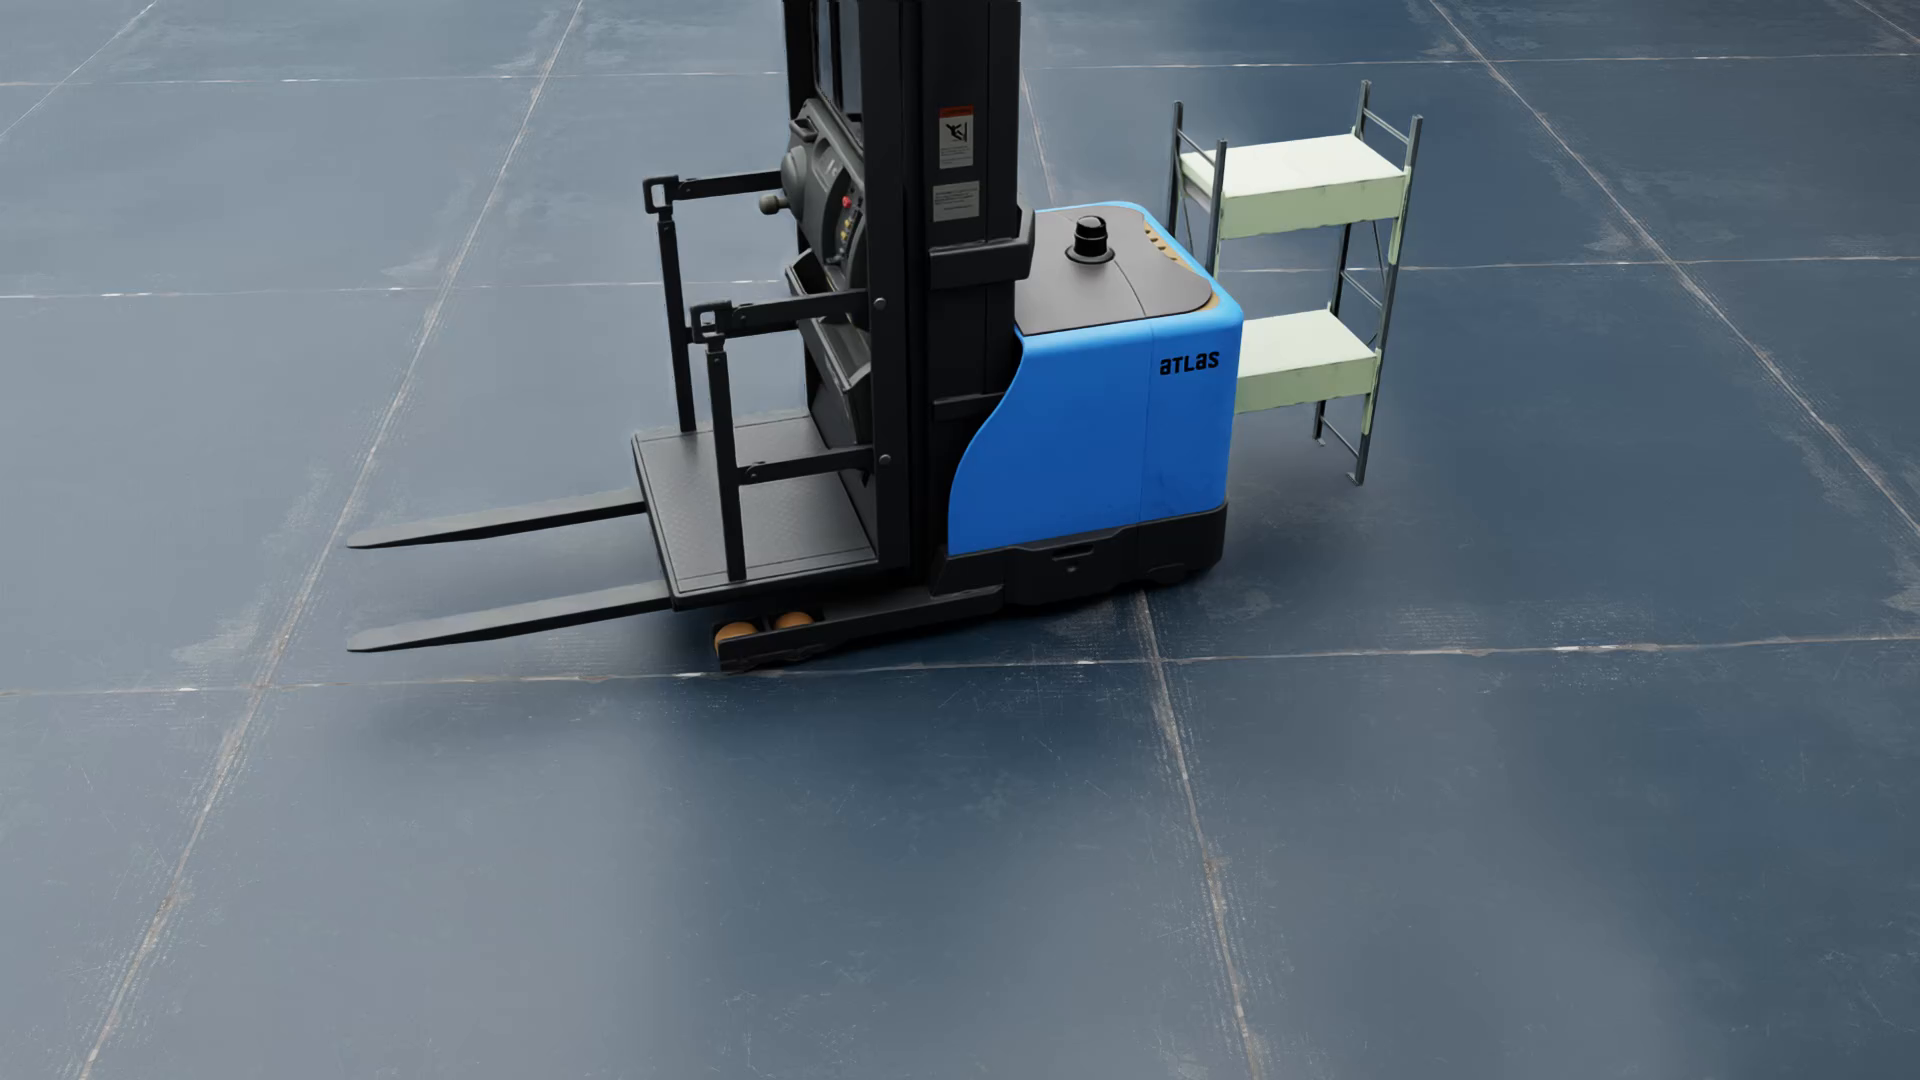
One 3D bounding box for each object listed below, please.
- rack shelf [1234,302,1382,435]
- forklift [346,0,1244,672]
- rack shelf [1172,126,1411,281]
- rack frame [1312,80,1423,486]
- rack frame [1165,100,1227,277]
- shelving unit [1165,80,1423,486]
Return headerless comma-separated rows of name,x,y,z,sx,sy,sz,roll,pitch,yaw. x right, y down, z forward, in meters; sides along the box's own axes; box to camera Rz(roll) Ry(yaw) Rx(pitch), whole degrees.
rack shelf,1.172,-0.611,6.388,0.720,0.370,0.431,-10,36,-14
forklift,-0.619,-1.098,5.261,3.031,2.935,1.130,-10,36,-14
rack shelf,1.172,-1.200,5.981,0.720,0.370,0.431,-10,36,-14
rack frame,1.522,-0.940,6.290,0.023,1.500,0.400,-10,36,-14
rack frame,0.822,-0.819,6.115,0.023,1.500,0.400,-10,36,-14
shelving unit,1.172,-0.879,6.203,0.755,1.500,0.431,-10,36,-14
